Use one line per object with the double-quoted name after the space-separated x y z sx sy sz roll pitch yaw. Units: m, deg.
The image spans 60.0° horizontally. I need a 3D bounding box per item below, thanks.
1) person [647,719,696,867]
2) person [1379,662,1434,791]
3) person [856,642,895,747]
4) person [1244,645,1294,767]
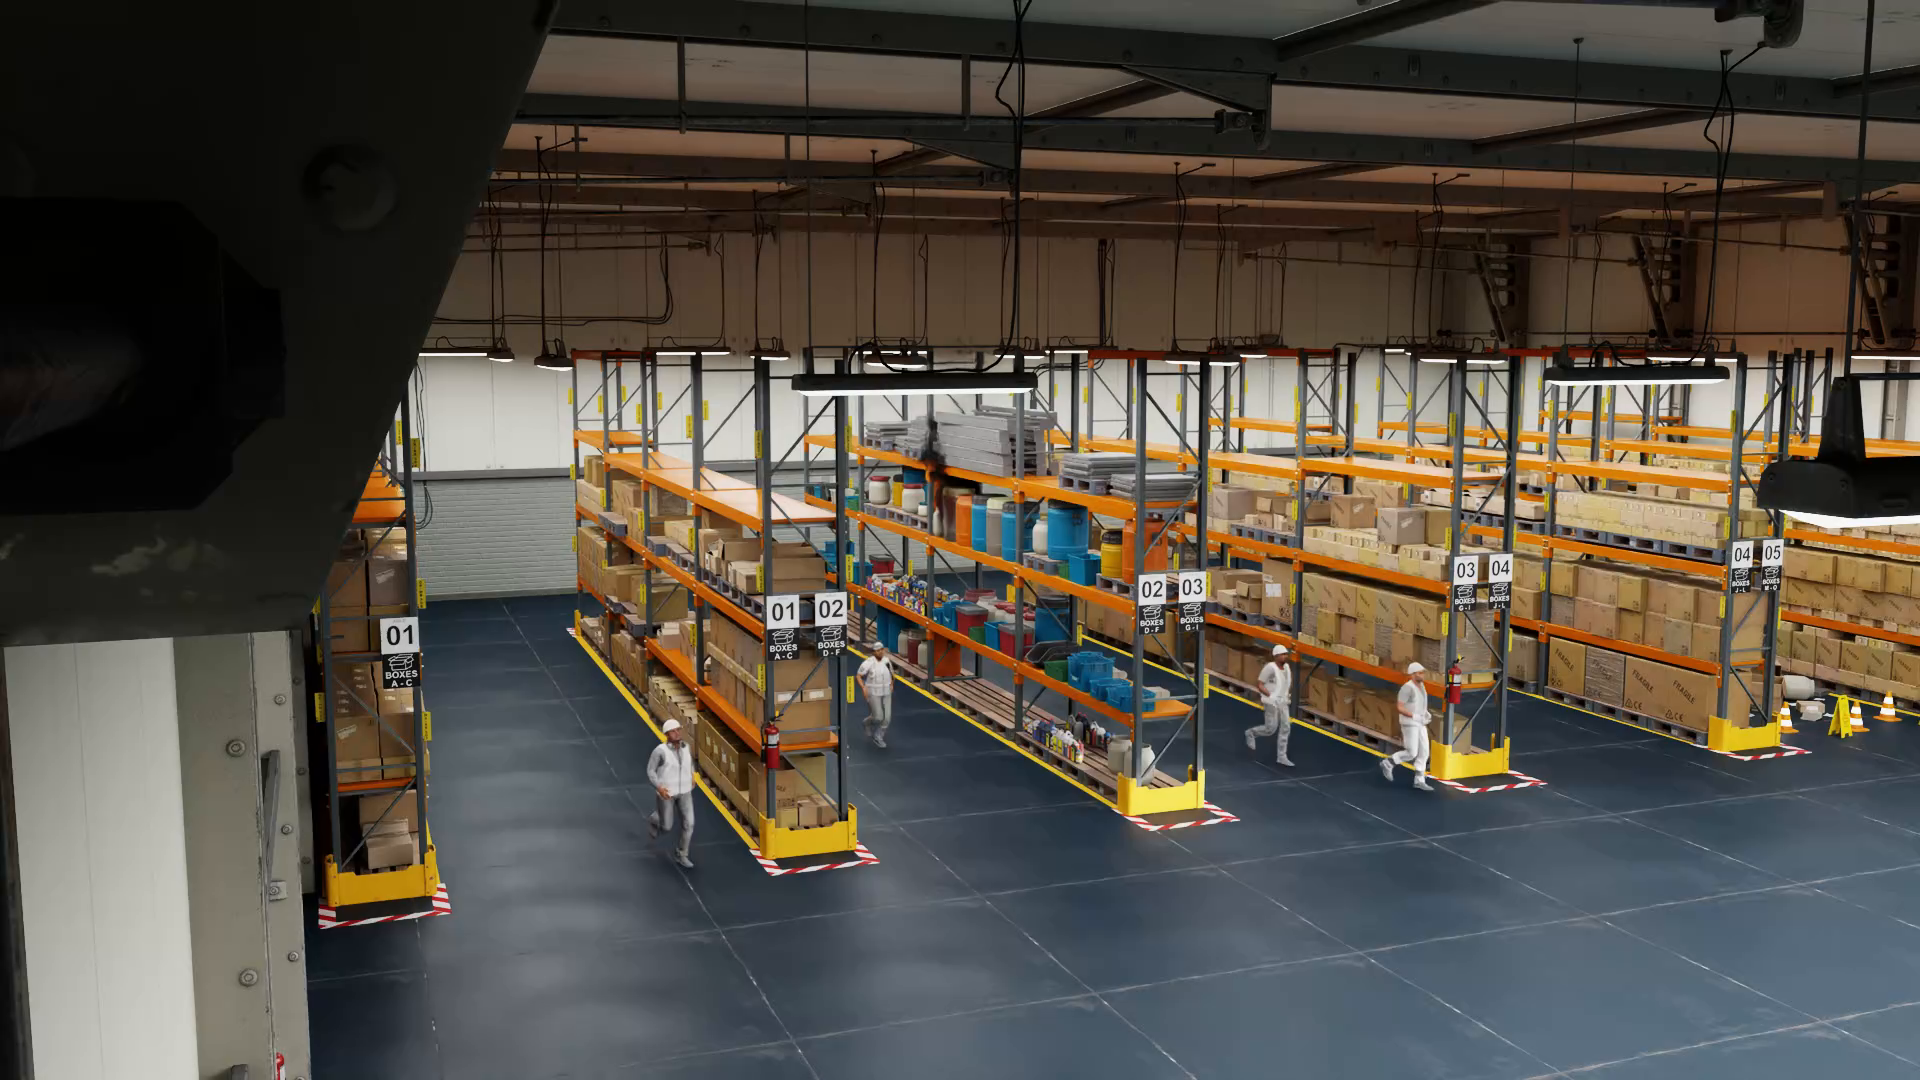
-3.458 3.014 20.027 0.654 1.741 0.844 -5 8 -33 "person"
6.286 2.579 23.208 0.784 1.782 0.688 7 10 43 "person"
-1.249 2.370 25.542 0.615 1.626 0.546 -4 8 -30 "person"
4.632 2.413 24.631 0.707 1.766 0.896 -7 10 -44 "person"
